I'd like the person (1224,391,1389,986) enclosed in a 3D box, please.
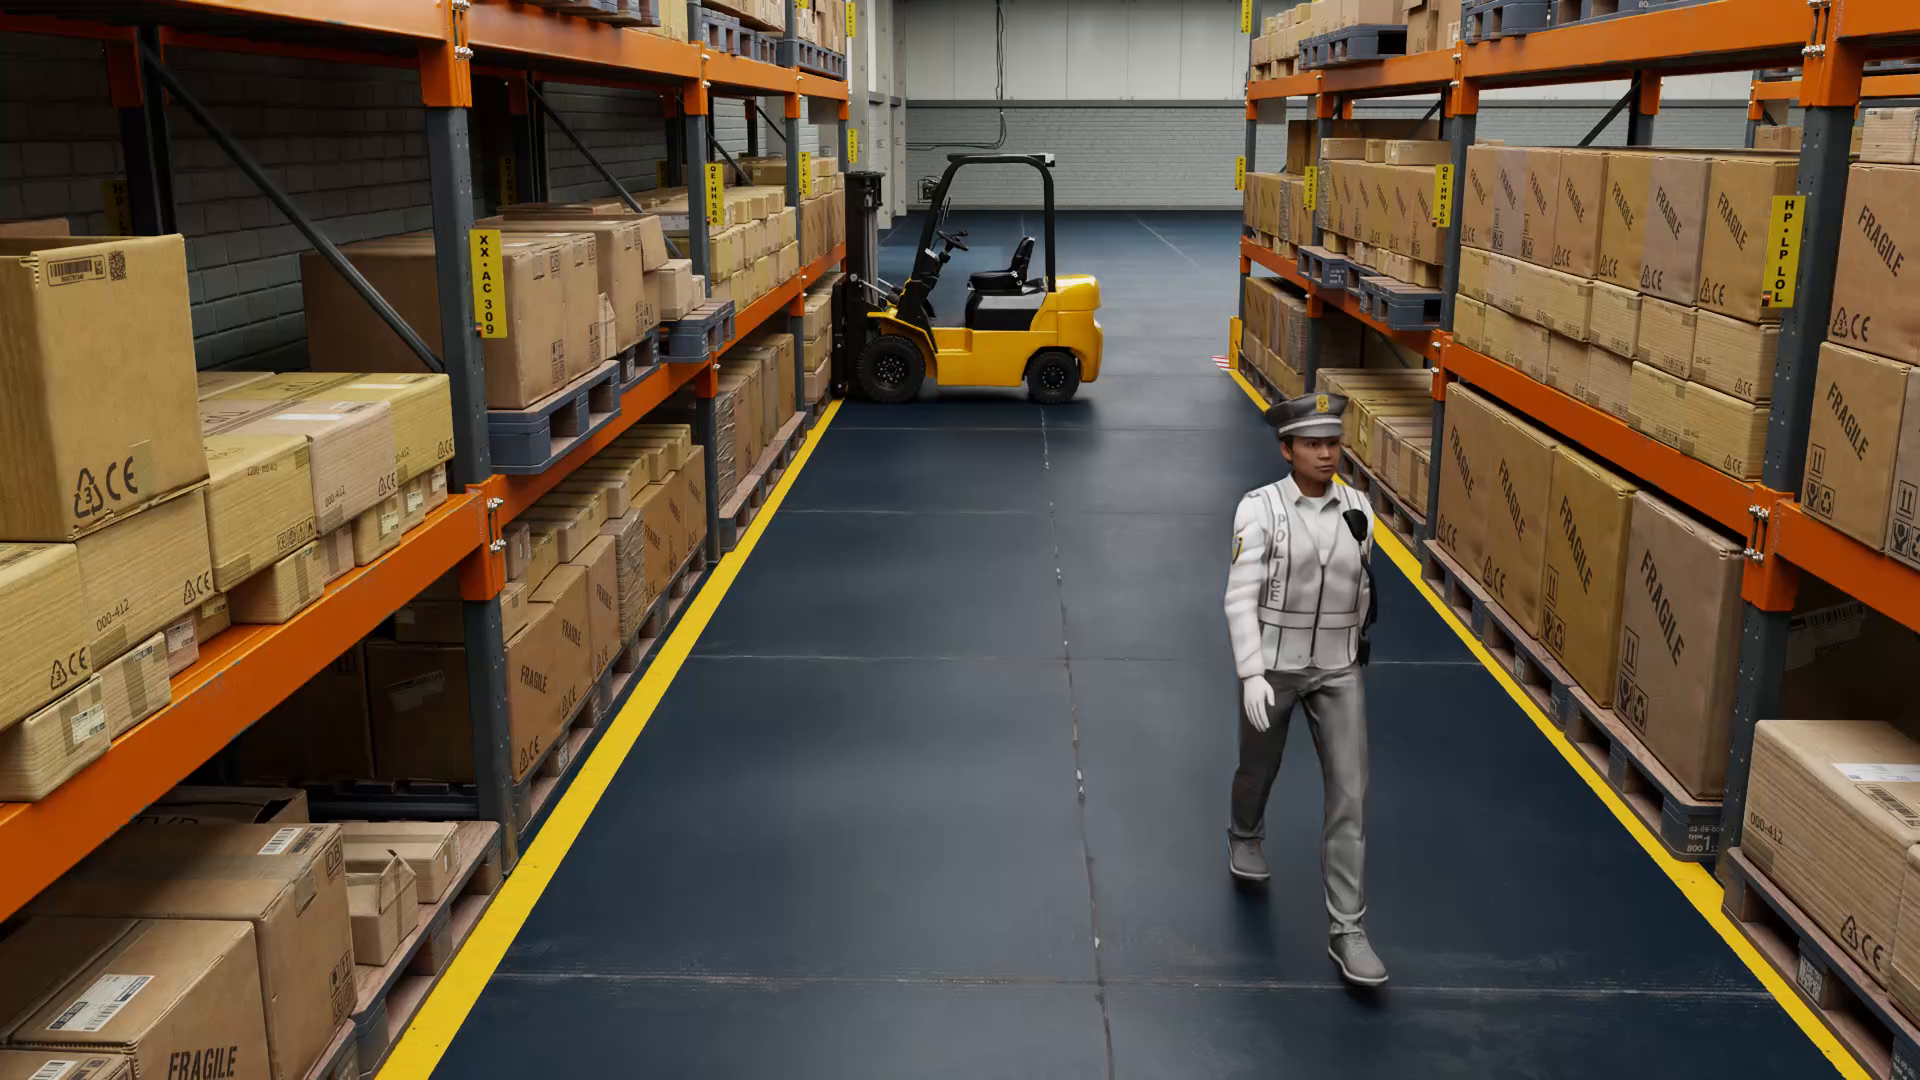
[{"bbox_3d":[1.012,0.376,4.905,0.482,1.632,0.979,-1,14,-3],"label":"person"}]
